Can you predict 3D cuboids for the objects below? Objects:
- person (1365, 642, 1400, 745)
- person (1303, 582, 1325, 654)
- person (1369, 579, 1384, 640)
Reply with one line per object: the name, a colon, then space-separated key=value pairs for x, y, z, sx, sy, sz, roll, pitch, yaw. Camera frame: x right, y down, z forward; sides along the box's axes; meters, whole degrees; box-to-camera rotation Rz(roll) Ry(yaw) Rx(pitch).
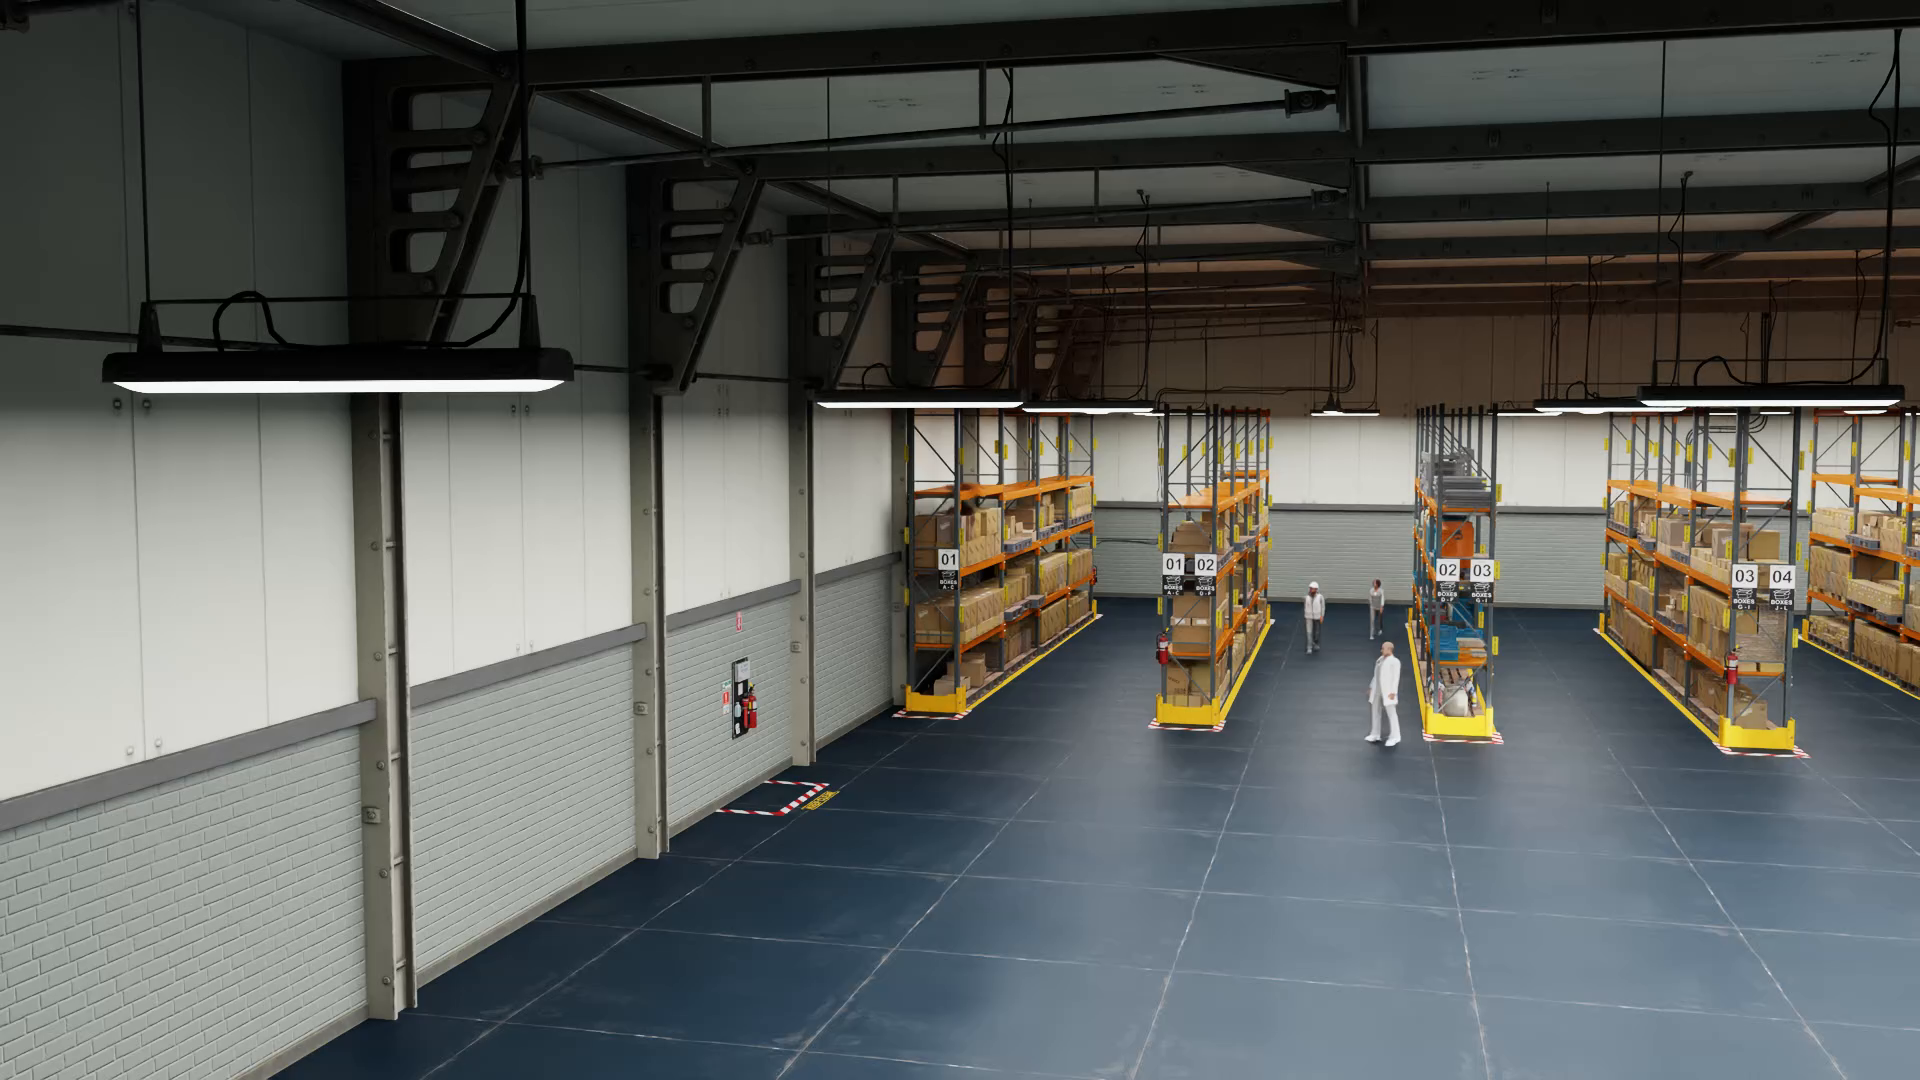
person: x=7.471 y=2.705 z=29.443 sx=0.496 sy=1.807 sz=0.630 roll=-4 pitch=6 yaw=-43
person: x=8.659 y=1.900 z=40.670 sx=0.529 sy=1.733 sz=1.018 roll=1 pitch=4 yaw=11
person: x=10.846 y=1.789 z=43.291 sx=0.400 sy=1.551 sz=0.900 roll=1 pitch=4 yaw=17
